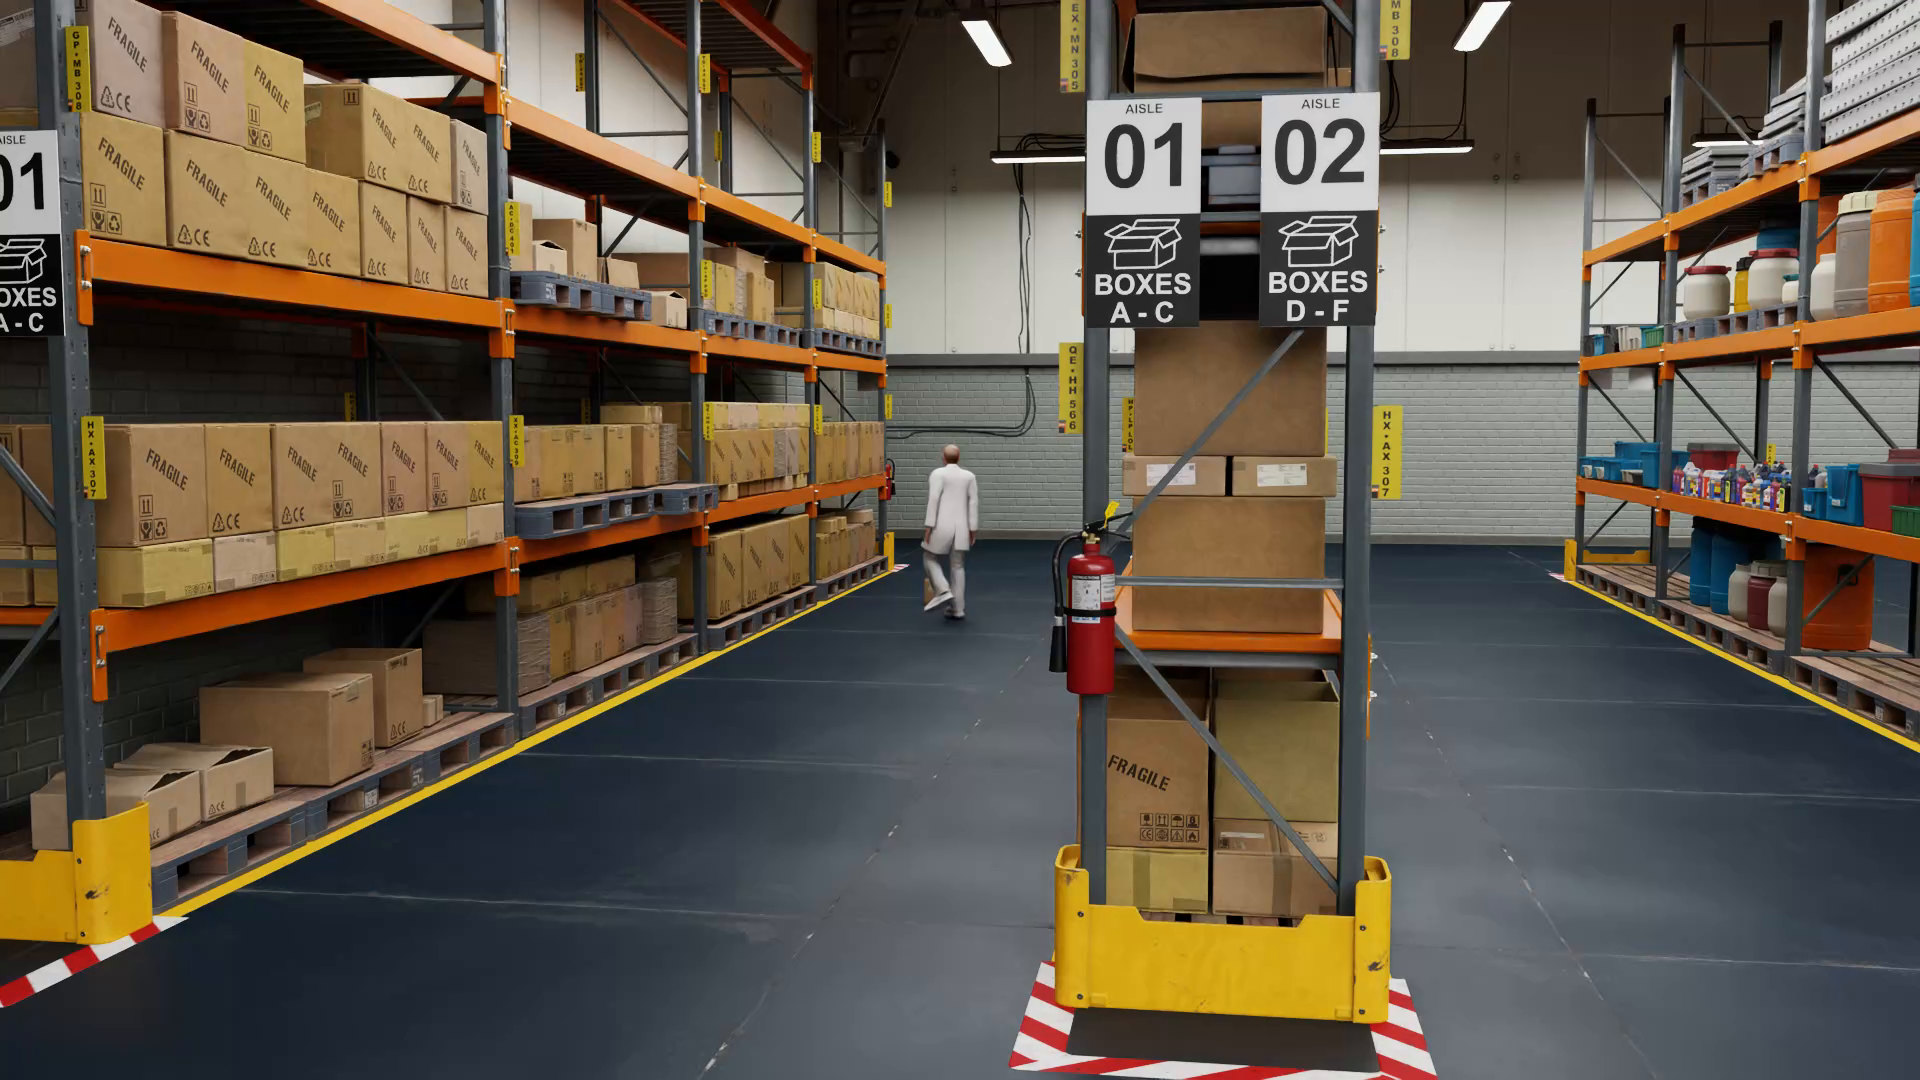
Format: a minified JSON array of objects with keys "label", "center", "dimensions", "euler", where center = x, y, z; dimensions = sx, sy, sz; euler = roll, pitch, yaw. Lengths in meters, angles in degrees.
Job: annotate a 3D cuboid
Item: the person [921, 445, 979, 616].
[{"label":"person","center":[-0.096,-0.102,17.232],"dimensions":[0.635,1.768,0.521],"euler":[-2,5,-23]}]
